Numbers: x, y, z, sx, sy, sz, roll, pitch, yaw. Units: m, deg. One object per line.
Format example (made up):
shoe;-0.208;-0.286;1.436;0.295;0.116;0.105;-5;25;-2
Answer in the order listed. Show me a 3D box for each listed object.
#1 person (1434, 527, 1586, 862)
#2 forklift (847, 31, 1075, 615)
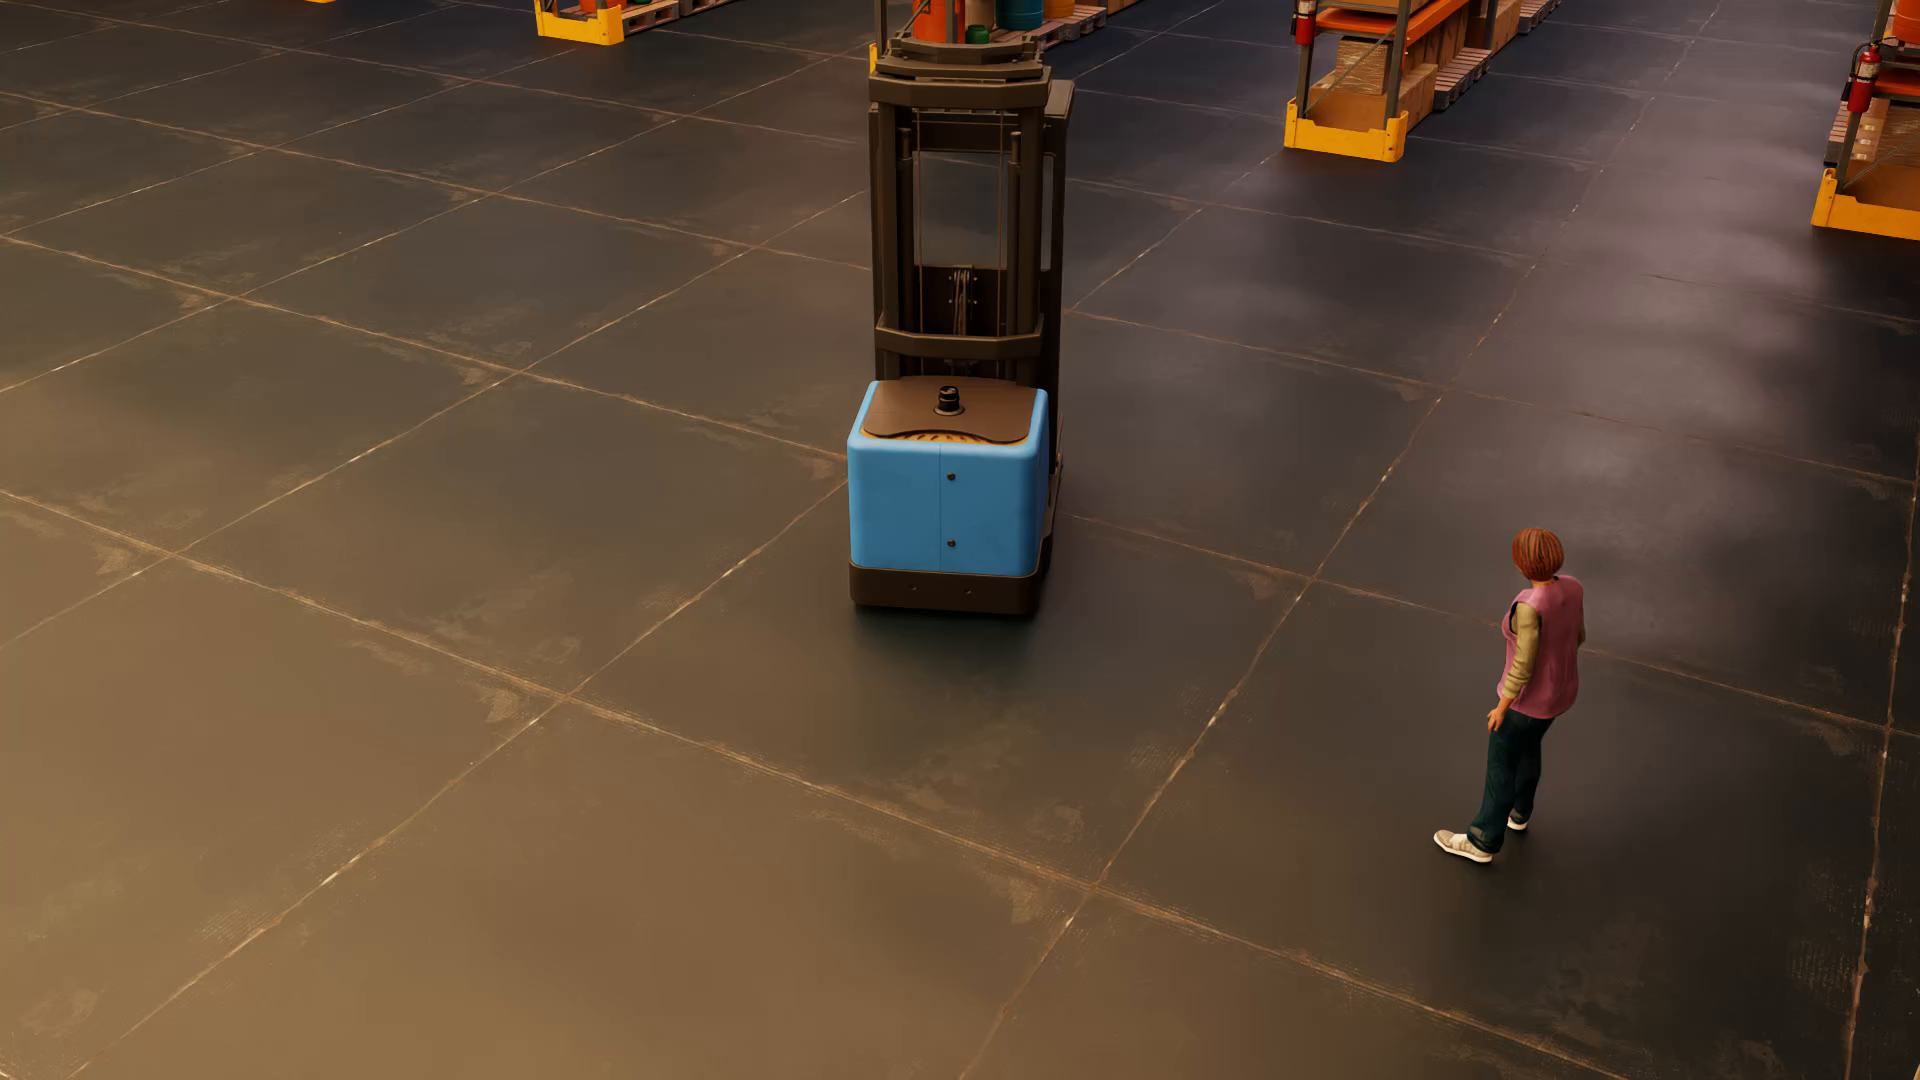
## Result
person;2.458;0.682;7.244;0.537;1.589;0.384;-21;36;-32
forklift;0.072;-1.572;9.794;1.130;2.935;3.031;3;30;6
